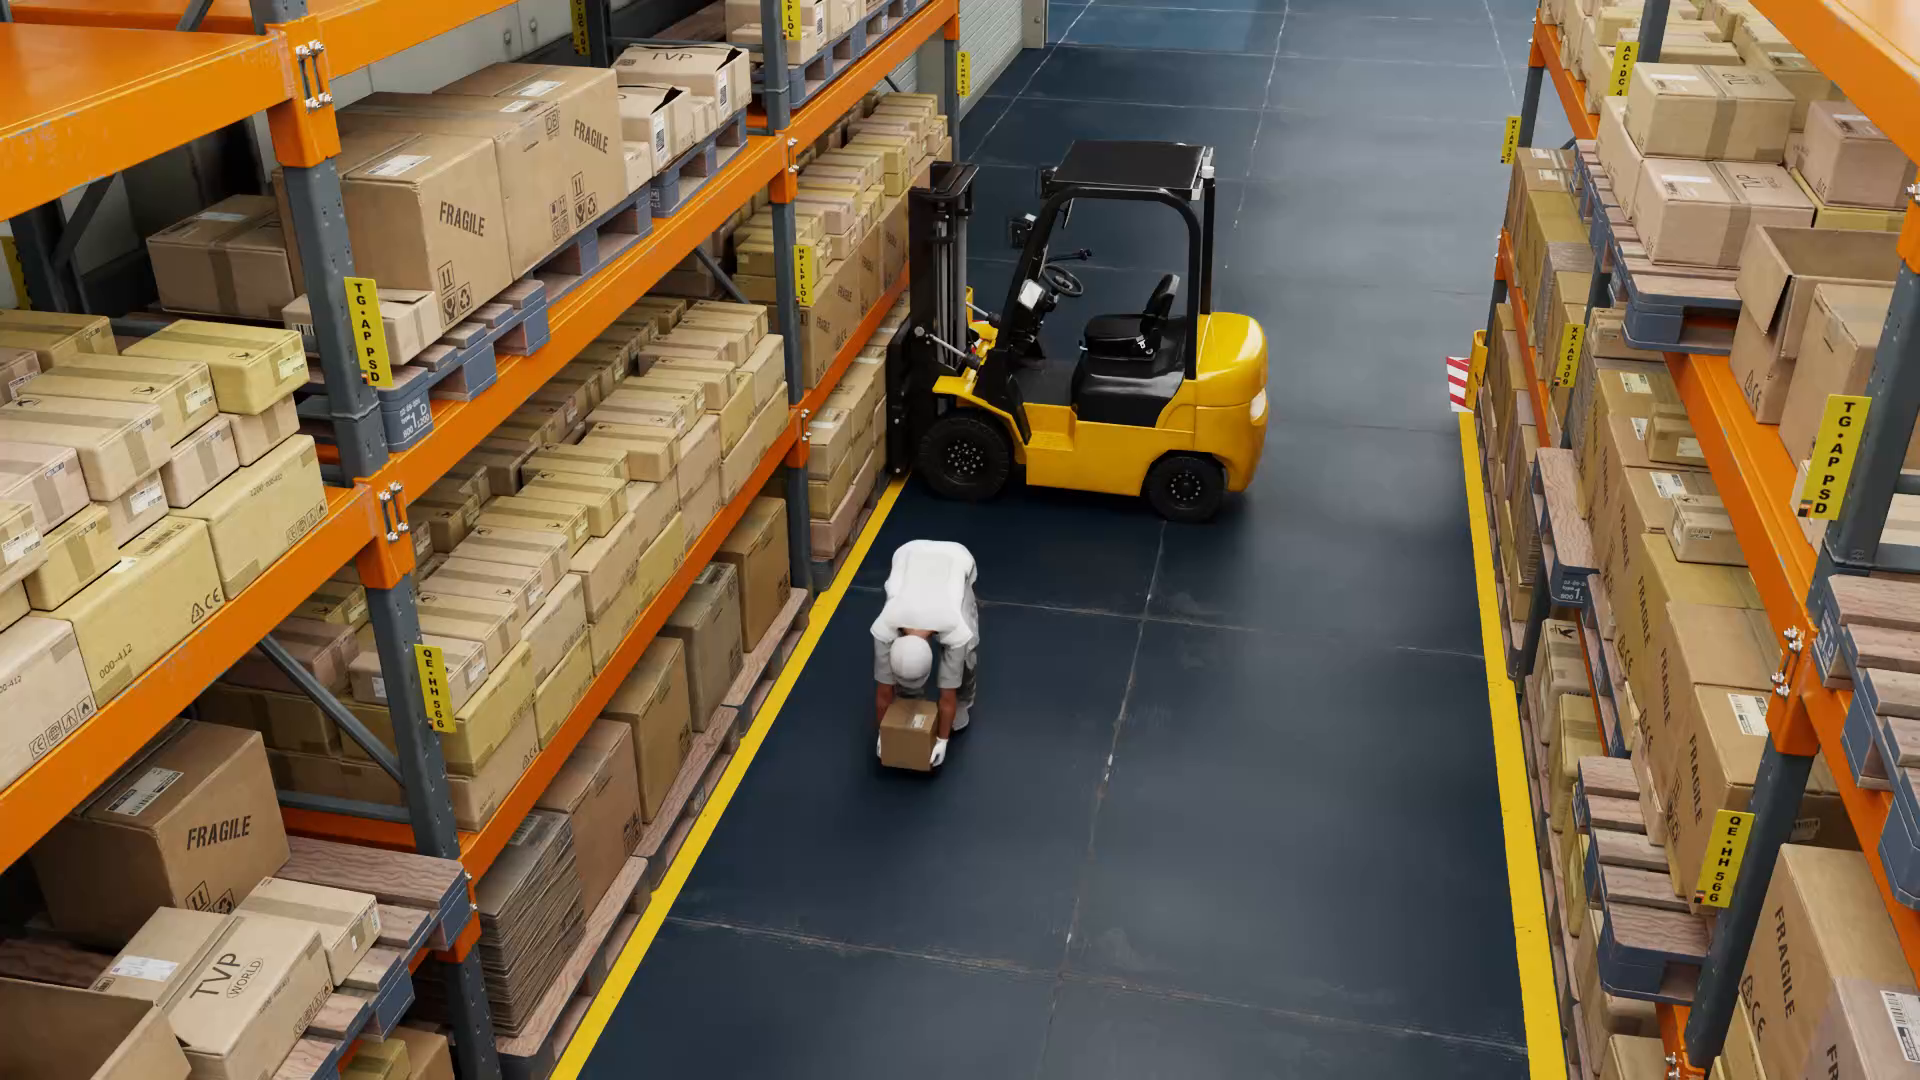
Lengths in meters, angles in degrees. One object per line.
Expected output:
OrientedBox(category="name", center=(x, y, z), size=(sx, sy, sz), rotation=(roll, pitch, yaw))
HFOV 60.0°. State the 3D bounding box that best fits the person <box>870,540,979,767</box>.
OrientedBox(category="person", center=(-0.170, 0.570, 8.383), size=(0.516, 0.987, 0.981), rotation=(4, 29, 8))
